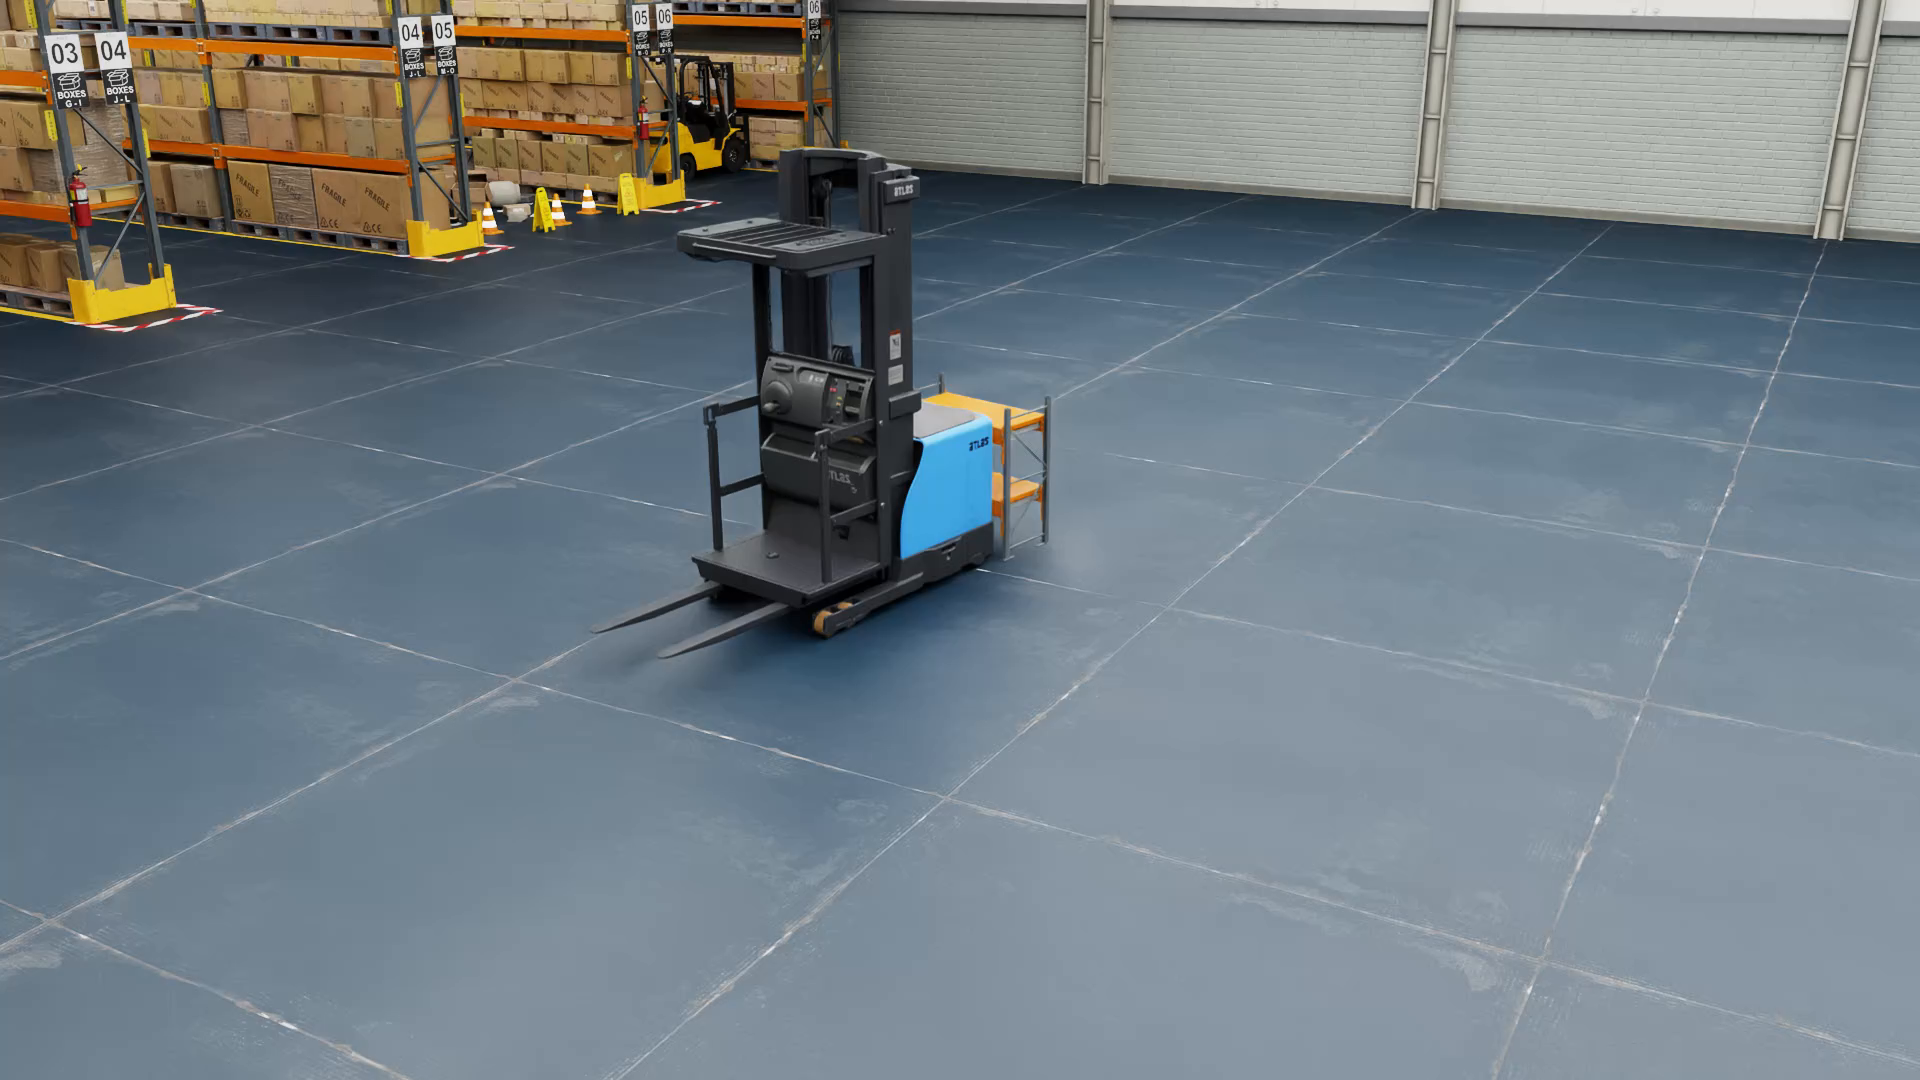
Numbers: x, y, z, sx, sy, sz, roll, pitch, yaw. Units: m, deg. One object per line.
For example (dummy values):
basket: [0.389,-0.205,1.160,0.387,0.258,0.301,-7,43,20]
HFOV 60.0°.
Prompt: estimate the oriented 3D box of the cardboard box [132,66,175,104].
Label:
cardboard box: [-12.606,-7.071,25.846,0.500,0.500,0.700,11,22,27]

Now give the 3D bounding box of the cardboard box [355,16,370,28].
cardboard box: [-8.022,-7.087,22.711,0.250,0.149,0.380,11,23,28]

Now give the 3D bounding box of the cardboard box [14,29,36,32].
cardboard box: [-10.854,-5.922,19.527,0.250,0.149,0.380,11,23,27]

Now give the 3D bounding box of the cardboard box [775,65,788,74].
cardboard box: [-3.280,-8.883,31.357,0.250,0.149,0.380,11,23,28]

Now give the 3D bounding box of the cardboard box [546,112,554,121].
cardboard box: [-6.776,-7.185,28.143,0.250,0.149,0.380,11,23,27]

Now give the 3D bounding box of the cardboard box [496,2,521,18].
cardboard box: [-7.376,-8.864,27.789,0.500,0.250,0.500,11,23,28]

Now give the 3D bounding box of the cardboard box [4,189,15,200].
cardboard box: [-11.073,-4.130,19.721,0.250,0.149,0.380,11,23,27]

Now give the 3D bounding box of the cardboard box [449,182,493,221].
cardboard box: [-7.789,-5.410,26.540,0.637,0.503,0.797,-4,20,-10]

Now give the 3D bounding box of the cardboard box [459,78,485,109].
cardboard box: [-8.265,-7.741,28.723,0.500,0.500,0.500,11,23,27]

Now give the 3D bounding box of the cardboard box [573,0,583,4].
cardboard box: [-6.094,-8.829,27.105,0.250,0.149,0.380,11,23,28]

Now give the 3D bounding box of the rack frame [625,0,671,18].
rack frame: [-5.021,-9.865,26.364,0.127,3.000,1.000,11,23,27]

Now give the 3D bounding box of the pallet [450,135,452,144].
pallet: [-11.282,-8.881,36.539,1.213,0.211,1.003,11,23,27]

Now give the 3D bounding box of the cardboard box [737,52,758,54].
cardboard box: [-4.129,-9.400,32.346,0.250,0.149,0.380,11,23,28]

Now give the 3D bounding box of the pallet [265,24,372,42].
pallet: [-9.068,-7.245,23.672,1.213,0.211,1.003,11,23,27]

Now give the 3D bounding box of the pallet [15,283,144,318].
pallet: [-10.612,-2.942,20.166,1.213,0.211,1.003,11,23,27]

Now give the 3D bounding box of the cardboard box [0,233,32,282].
cardboard box: [-11.932,-3.531,20.750,0.500,0.500,0.500,9,22,23]

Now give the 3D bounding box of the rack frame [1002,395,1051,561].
rack frame: [0.481,-0.447,11.947,0.032,1.125,0.500,17,26,38]

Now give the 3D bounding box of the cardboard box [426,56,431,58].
cardboard box: [-9.749,-8.733,29.890,0.250,0.149,0.380,12,23,30]

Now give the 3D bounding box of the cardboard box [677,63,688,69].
cardboard box: [-5.298,-9.268,32.419,0.250,0.149,0.380,11,23,28]

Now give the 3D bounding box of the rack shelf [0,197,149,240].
rack shelf: [-11.600,-4.089,20.294,4.000,0.370,1.077,11,23,27]

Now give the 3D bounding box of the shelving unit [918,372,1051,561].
shelving unit: [0.097,-0.561,12.261,1.048,1.125,0.538,17,26,38]

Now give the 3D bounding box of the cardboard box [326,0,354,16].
cardboard box: [-8.346,-7.360,22.878,0.500,0.250,0.500,11,23,27]

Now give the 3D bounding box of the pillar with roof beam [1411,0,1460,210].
pillar with roof beam: [5.605,-8.450,22.464,0.400,9.000,9.100,11,23,27]

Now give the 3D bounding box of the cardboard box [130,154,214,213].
cardboard box: [-12.265,-5.597,26.080,0.750,0.750,1.050,11,23,27]

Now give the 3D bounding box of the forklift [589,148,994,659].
forklift: [-1.069,-0.947,10.677,1.130,2.935,3.031,15,25,36]

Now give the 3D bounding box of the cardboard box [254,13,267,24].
cardboard box: [-9.797,-7.426,23.644,0.250,0.149,0.380,10,22,26]

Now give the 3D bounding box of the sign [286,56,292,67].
sign: [-12.273,-8.754,30.400,0.005,0.325,0.100,11,23,27]

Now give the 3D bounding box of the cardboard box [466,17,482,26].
cardboard box: [-8.160,-8.816,28.240,0.250,0.149,0.380,11,23,27]

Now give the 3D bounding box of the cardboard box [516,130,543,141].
cardboard box: [-7.363,-6.926,28.426,0.250,0.149,0.380,12,23,30]

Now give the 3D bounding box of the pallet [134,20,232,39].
pallet: [-11.663,-7.677,25.013,1.217,0.209,0.805,10,22,25]

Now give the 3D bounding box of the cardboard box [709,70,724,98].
cardboard box: [-4.501,-8.828,32.157,0.500,0.500,0.500,11,23,28]

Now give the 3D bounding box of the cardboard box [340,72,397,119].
cardboard box: [-8.177,-6.270,23.447,0.550,0.550,0.875,11,23,27]

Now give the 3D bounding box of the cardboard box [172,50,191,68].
cardboard box: [-14.795,-9.322,32.053,0.500,0.500,0.500,11,22,27]

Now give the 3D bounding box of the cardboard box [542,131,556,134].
cardboard box: [-8.475,-8.720,34.873,0.625,0.625,0.875,12,23,29]

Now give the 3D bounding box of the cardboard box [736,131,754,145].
cardboard box: [-4.074,-7.817,32.199,0.500,0.250,0.500,10,22,26]

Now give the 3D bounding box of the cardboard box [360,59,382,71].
cardboard box: [-10.367,-8.359,29.812,0.500,0.500,0.500,10,22,25]

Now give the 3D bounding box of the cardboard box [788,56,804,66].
cardboard box: [-3.019,-9.012,31.275,0.250,0.149,0.380,11,23,27]

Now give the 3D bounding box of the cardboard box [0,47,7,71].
cardboard box: [-10.836,-5.521,19.007,0.500,0.250,0.500,11,23,28]

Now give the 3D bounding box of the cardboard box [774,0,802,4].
cardboard box: [-3.108,-10.226,30.848,0.500,0.500,0.500,12,23,29]

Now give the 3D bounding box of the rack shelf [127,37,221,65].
rack shelf: [-12.585,-7.624,25.640,4.000,0.370,1.077,11,23,27]

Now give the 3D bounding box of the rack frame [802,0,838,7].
rack frame: [-2.603,-11.343,30.439,0.127,3.000,1.000,11,23,27]

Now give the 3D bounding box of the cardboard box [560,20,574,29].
cardboard box: [-6.346,-8.488,27.335,0.250,0.149,0.380,11,22,27]

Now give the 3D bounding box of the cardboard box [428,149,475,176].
cardboard box: [-8.972,-6.759,29.836,0.625,0.372,0.950,11,23,28]

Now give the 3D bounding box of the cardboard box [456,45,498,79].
cardboard box: [-8.234,-8.229,28.603,0.500,0.500,0.700,11,22,27]

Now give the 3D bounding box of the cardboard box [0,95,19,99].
cardboard box: [-11.329,-4.935,19.521,0.500,0.500,0.500,11,23,27]

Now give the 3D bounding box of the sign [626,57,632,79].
sign: [-5.309,-7.576,26.689,0.005,0.325,0.100,11,23,27]

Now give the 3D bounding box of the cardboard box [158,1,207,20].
cardboard box: [-11.533,-7.873,24.730,0.500,0.250,0.500,11,23,28]

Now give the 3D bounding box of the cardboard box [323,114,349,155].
cardboard box: [-8.611,-5.888,23.980,0.550,0.550,0.875,11,23,27]

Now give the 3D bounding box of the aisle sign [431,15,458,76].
aisle sign: [-7.138,-6.854,23.049,0.004,0.787,0.394,11,23,27]

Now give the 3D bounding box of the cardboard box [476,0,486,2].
cardboard box: [-7.930,-9.146,27.980,0.250,0.149,0.380,10,22,26]

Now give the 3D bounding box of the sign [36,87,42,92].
sign: [-14.587,-7.229,26.312,0.005,0.325,0.100,11,23,27]

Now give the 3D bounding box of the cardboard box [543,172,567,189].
cardboard box: [-6.765,-6.178,28.413,0.500,0.250,0.500,10,22,25]

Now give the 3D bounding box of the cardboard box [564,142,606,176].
cardboard box: [-6.304,-6.443,28.046,0.500,0.500,0.500,12,23,29]

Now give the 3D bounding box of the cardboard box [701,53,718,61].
cardboard box: [-4.798,-9.348,32.203,0.250,0.149,0.380,11,23,27]
